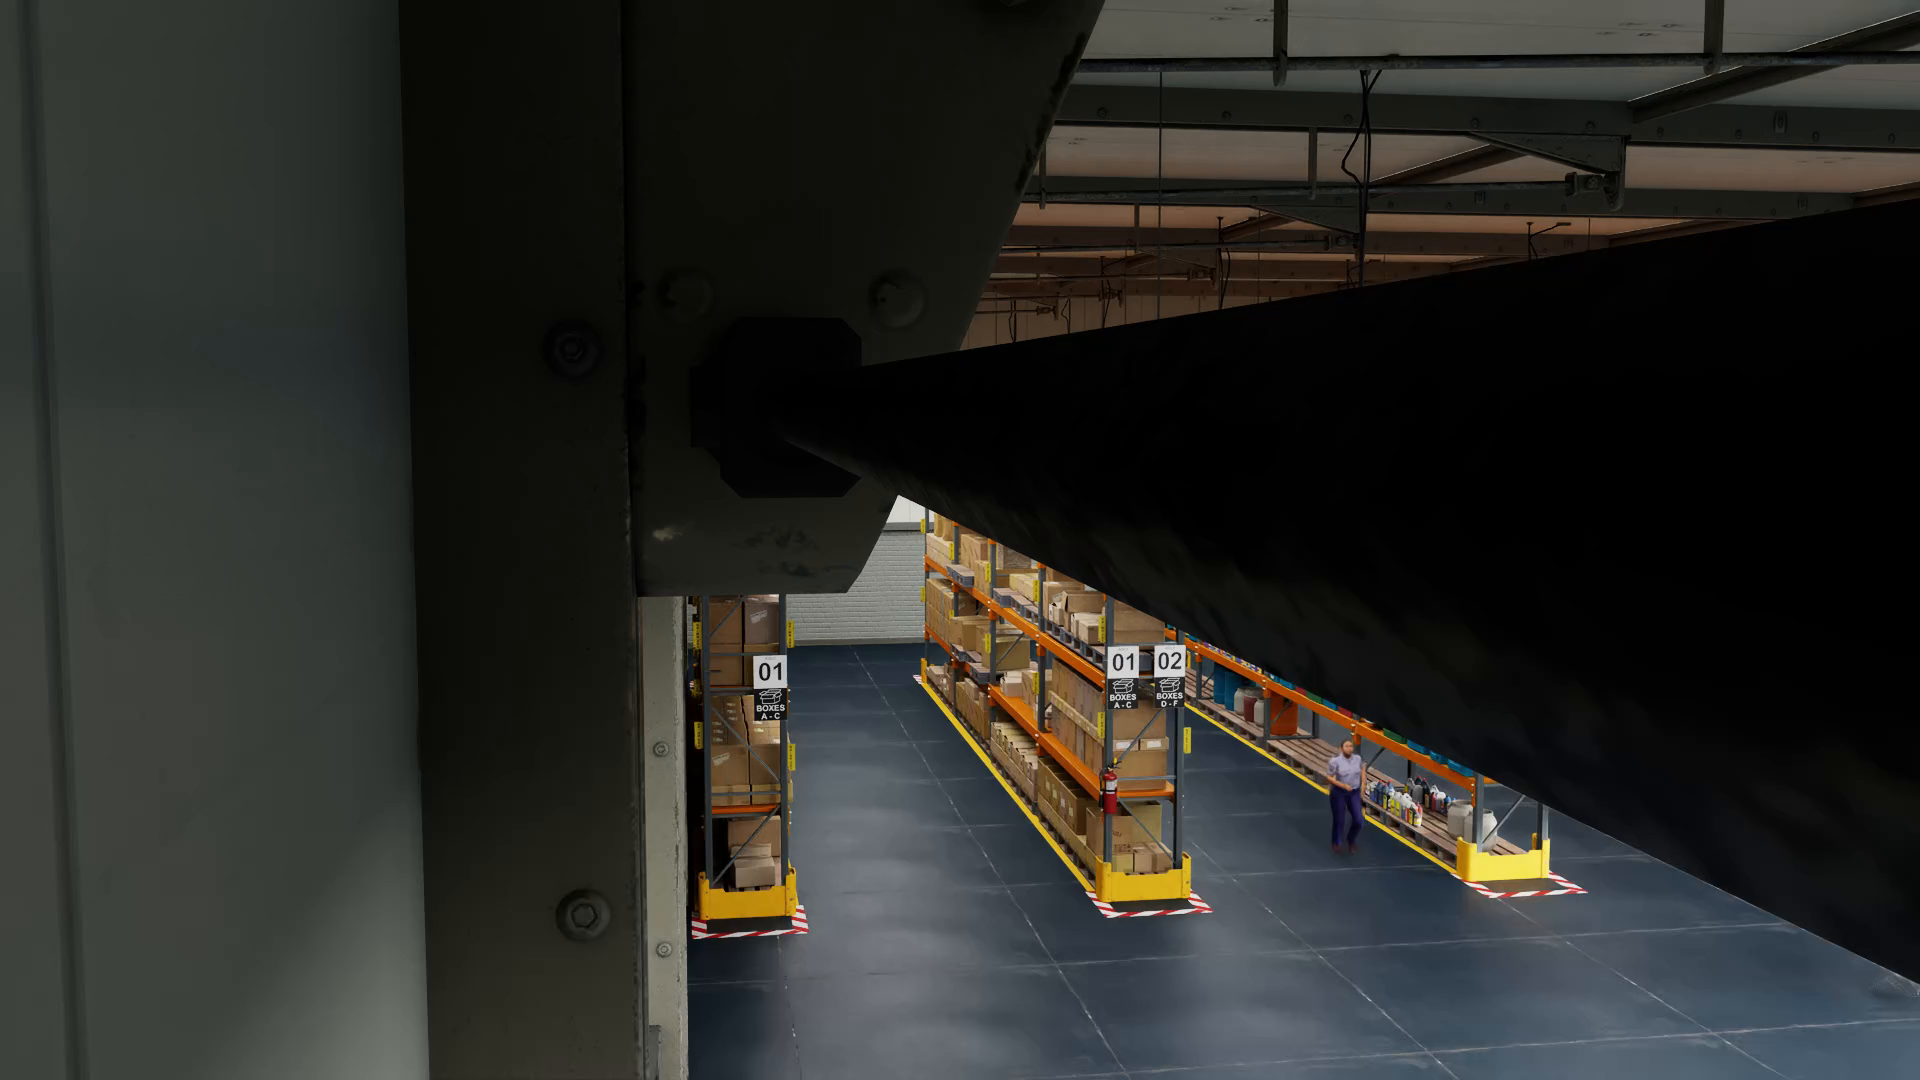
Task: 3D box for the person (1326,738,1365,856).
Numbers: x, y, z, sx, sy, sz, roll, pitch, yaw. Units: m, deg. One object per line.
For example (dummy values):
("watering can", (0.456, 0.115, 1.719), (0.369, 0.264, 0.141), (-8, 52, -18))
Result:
("person", (5.309, 3.532, 22.754), (0.622, 1.639, 0.655), (-1, 5, -7))
